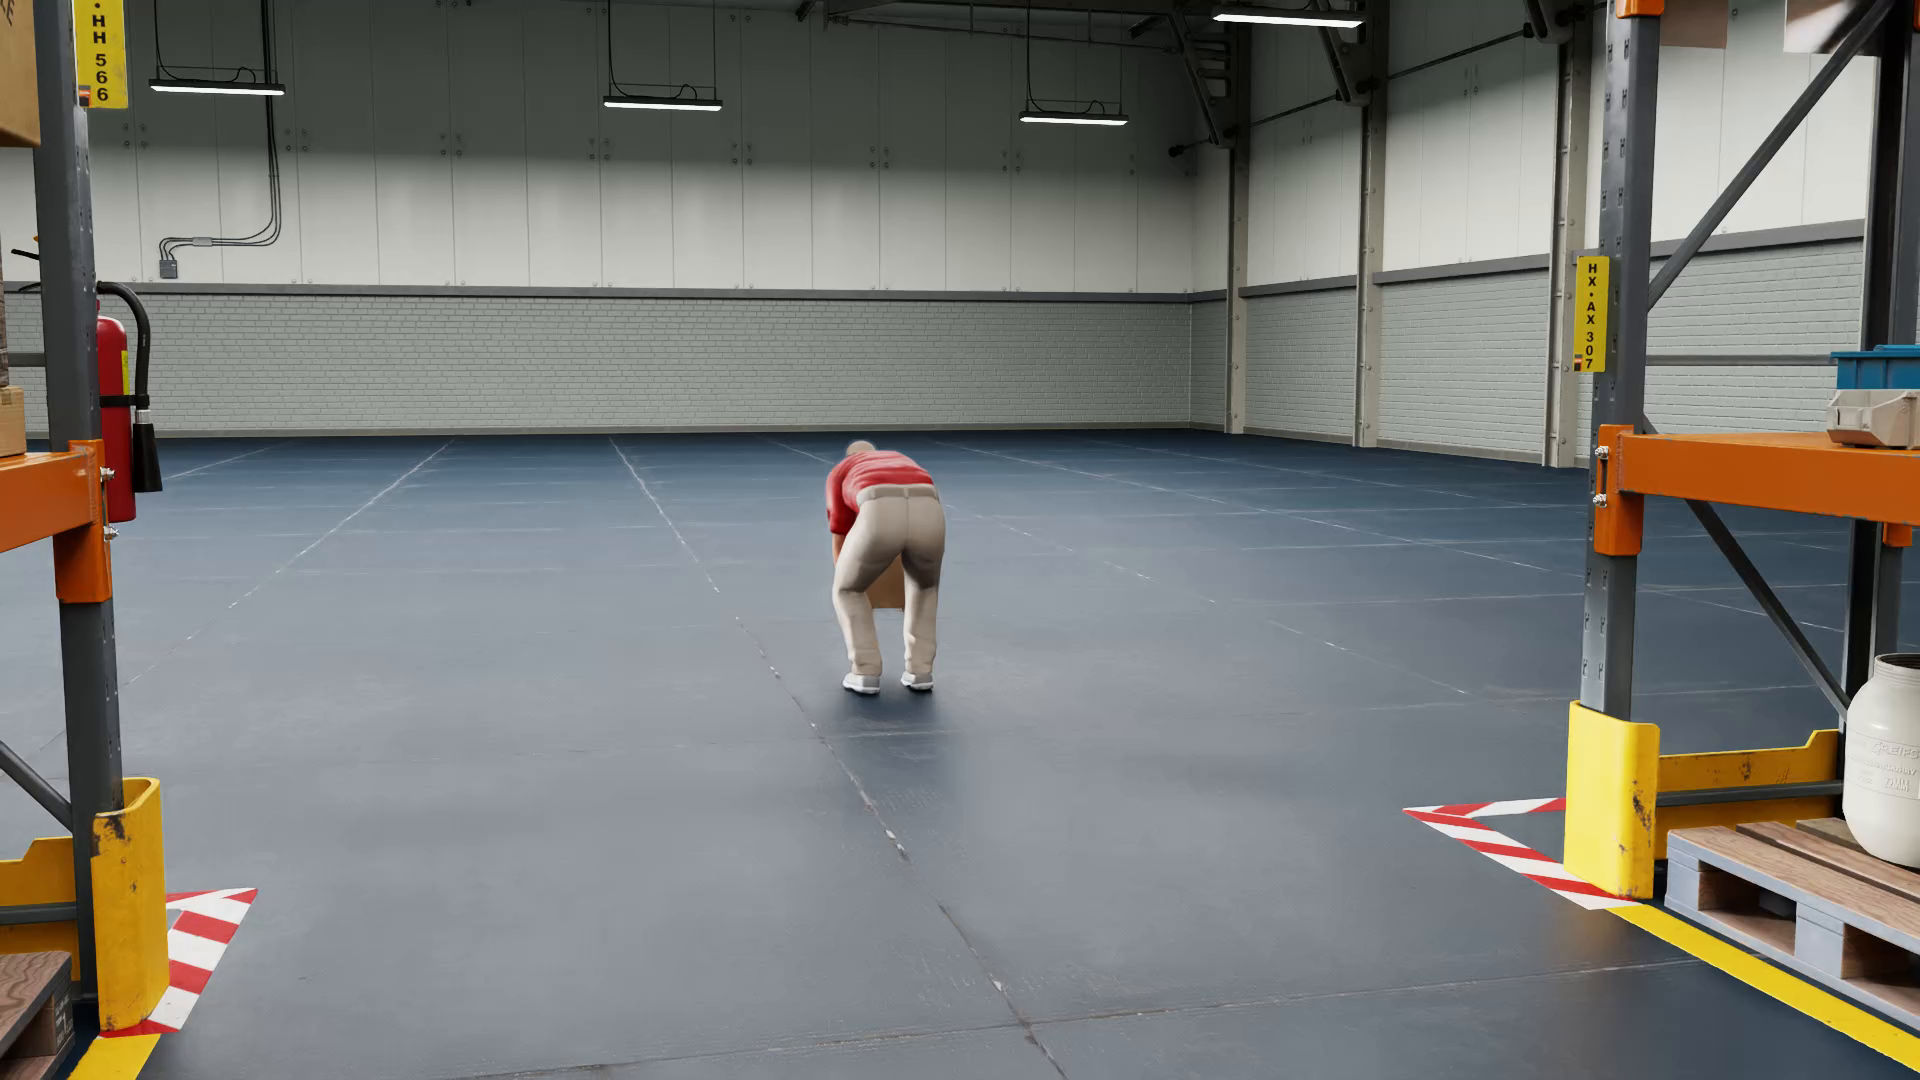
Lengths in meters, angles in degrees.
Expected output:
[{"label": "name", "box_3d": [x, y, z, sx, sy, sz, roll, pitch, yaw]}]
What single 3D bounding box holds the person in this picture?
[{"label": "person", "box_3d": [-0.365, 0.114, 7.809, 0.516, 1.129, 0.937, -2, 6, -16]}]
